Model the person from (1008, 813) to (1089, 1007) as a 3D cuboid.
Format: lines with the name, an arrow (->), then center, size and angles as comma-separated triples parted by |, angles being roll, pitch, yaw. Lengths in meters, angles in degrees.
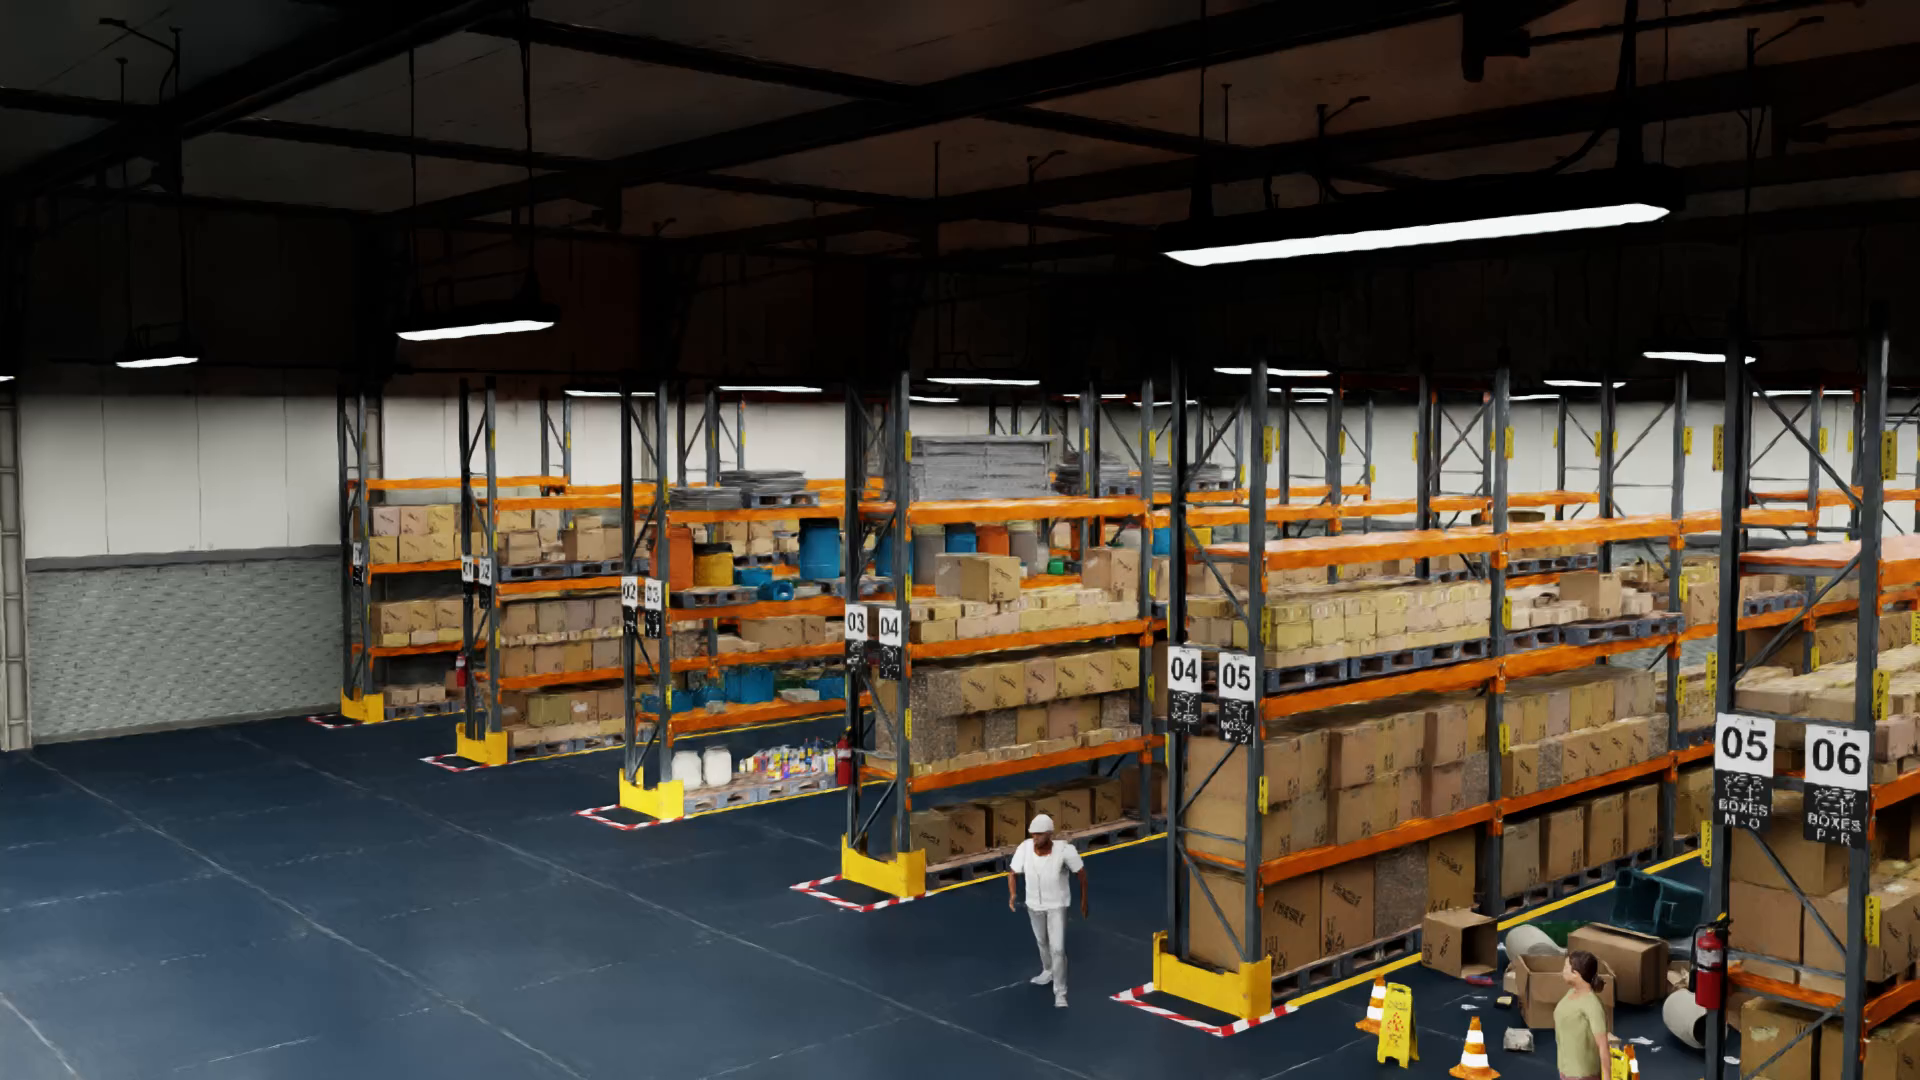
person -> 0.810, 3.310, 15.154 | 0.712, 1.697, 0.831 | 2, 4, 30

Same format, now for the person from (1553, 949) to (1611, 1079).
person -> 4.241, 3.602, 11.176 | 0.427, 1.665, 0.577 | 0, 4, 3
